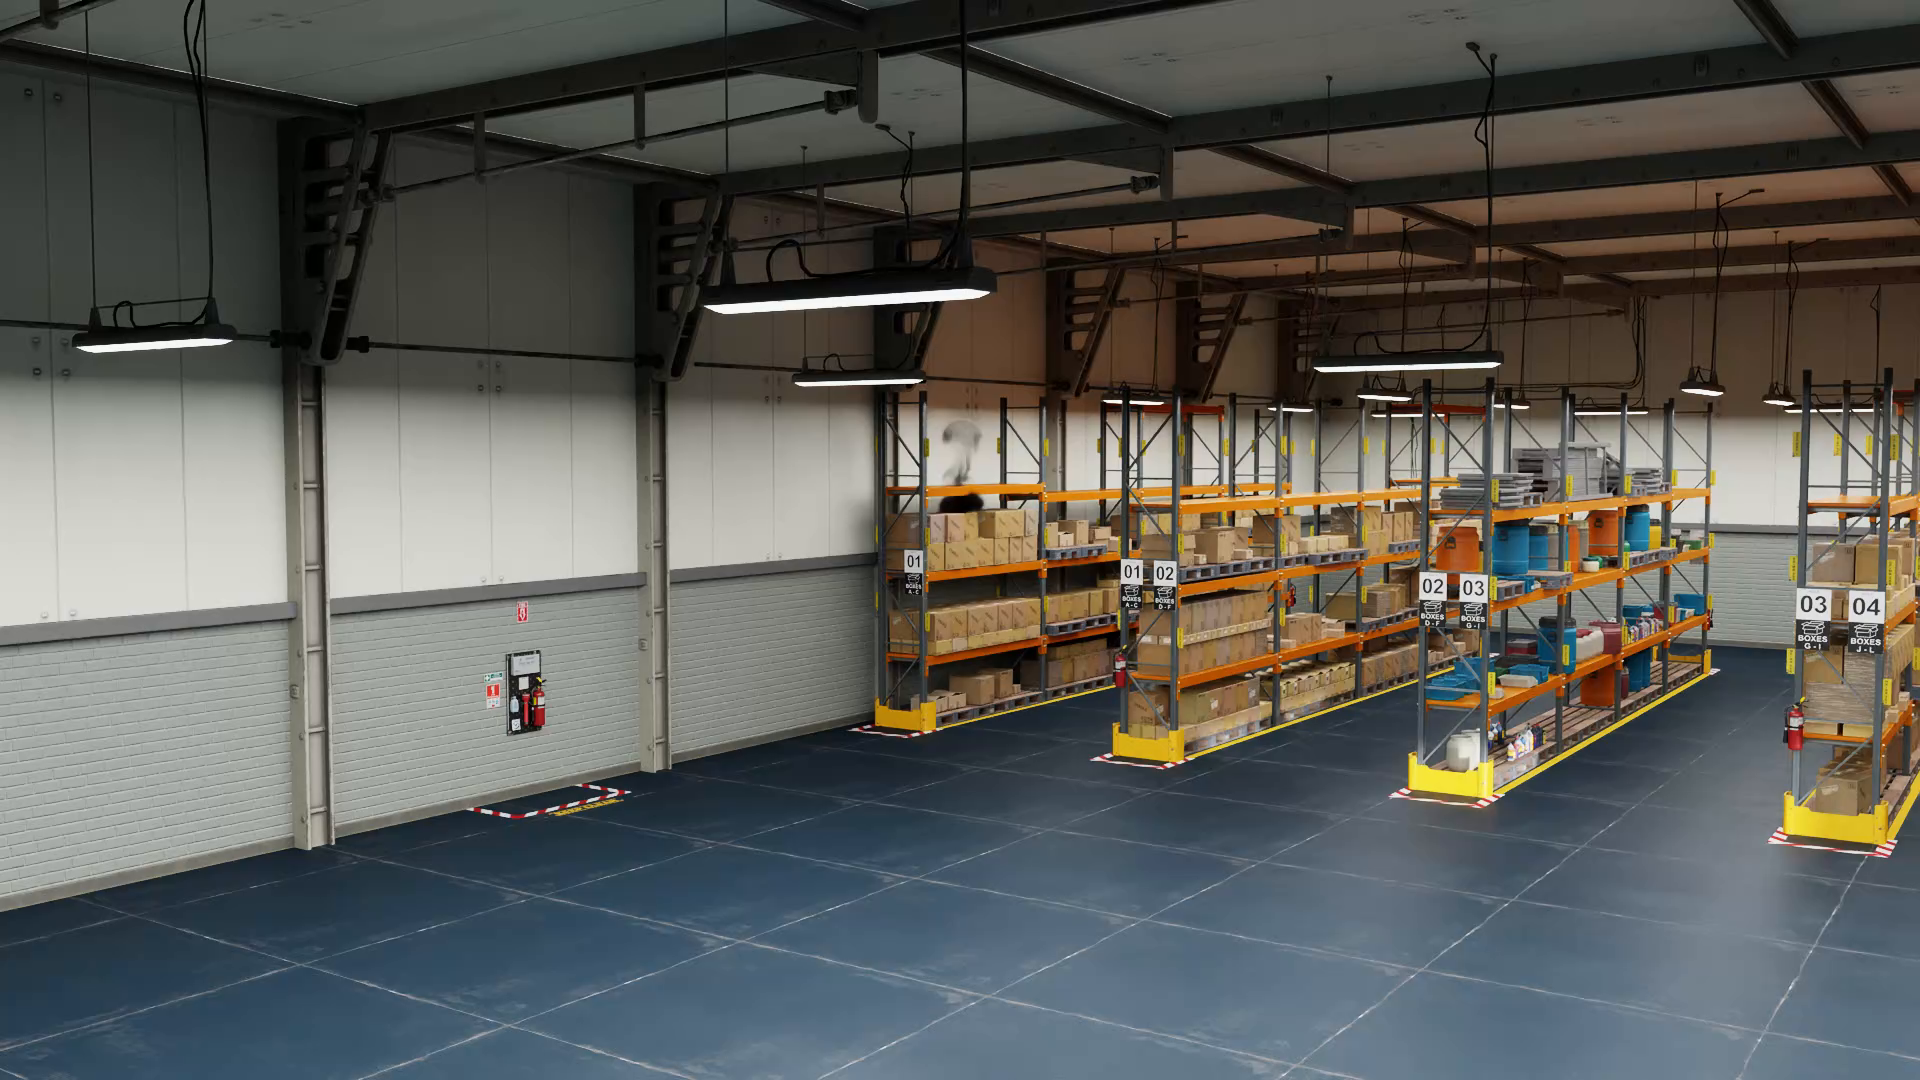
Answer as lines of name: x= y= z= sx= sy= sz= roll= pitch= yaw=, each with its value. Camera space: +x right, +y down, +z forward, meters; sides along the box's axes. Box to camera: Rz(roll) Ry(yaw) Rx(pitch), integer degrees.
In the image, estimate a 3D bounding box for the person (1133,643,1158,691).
person: x=3.424 y=2.473 z=30.486 sx=0.647 sy=1.703 sz=0.721 roll=1 pitch=4 yaw=25
